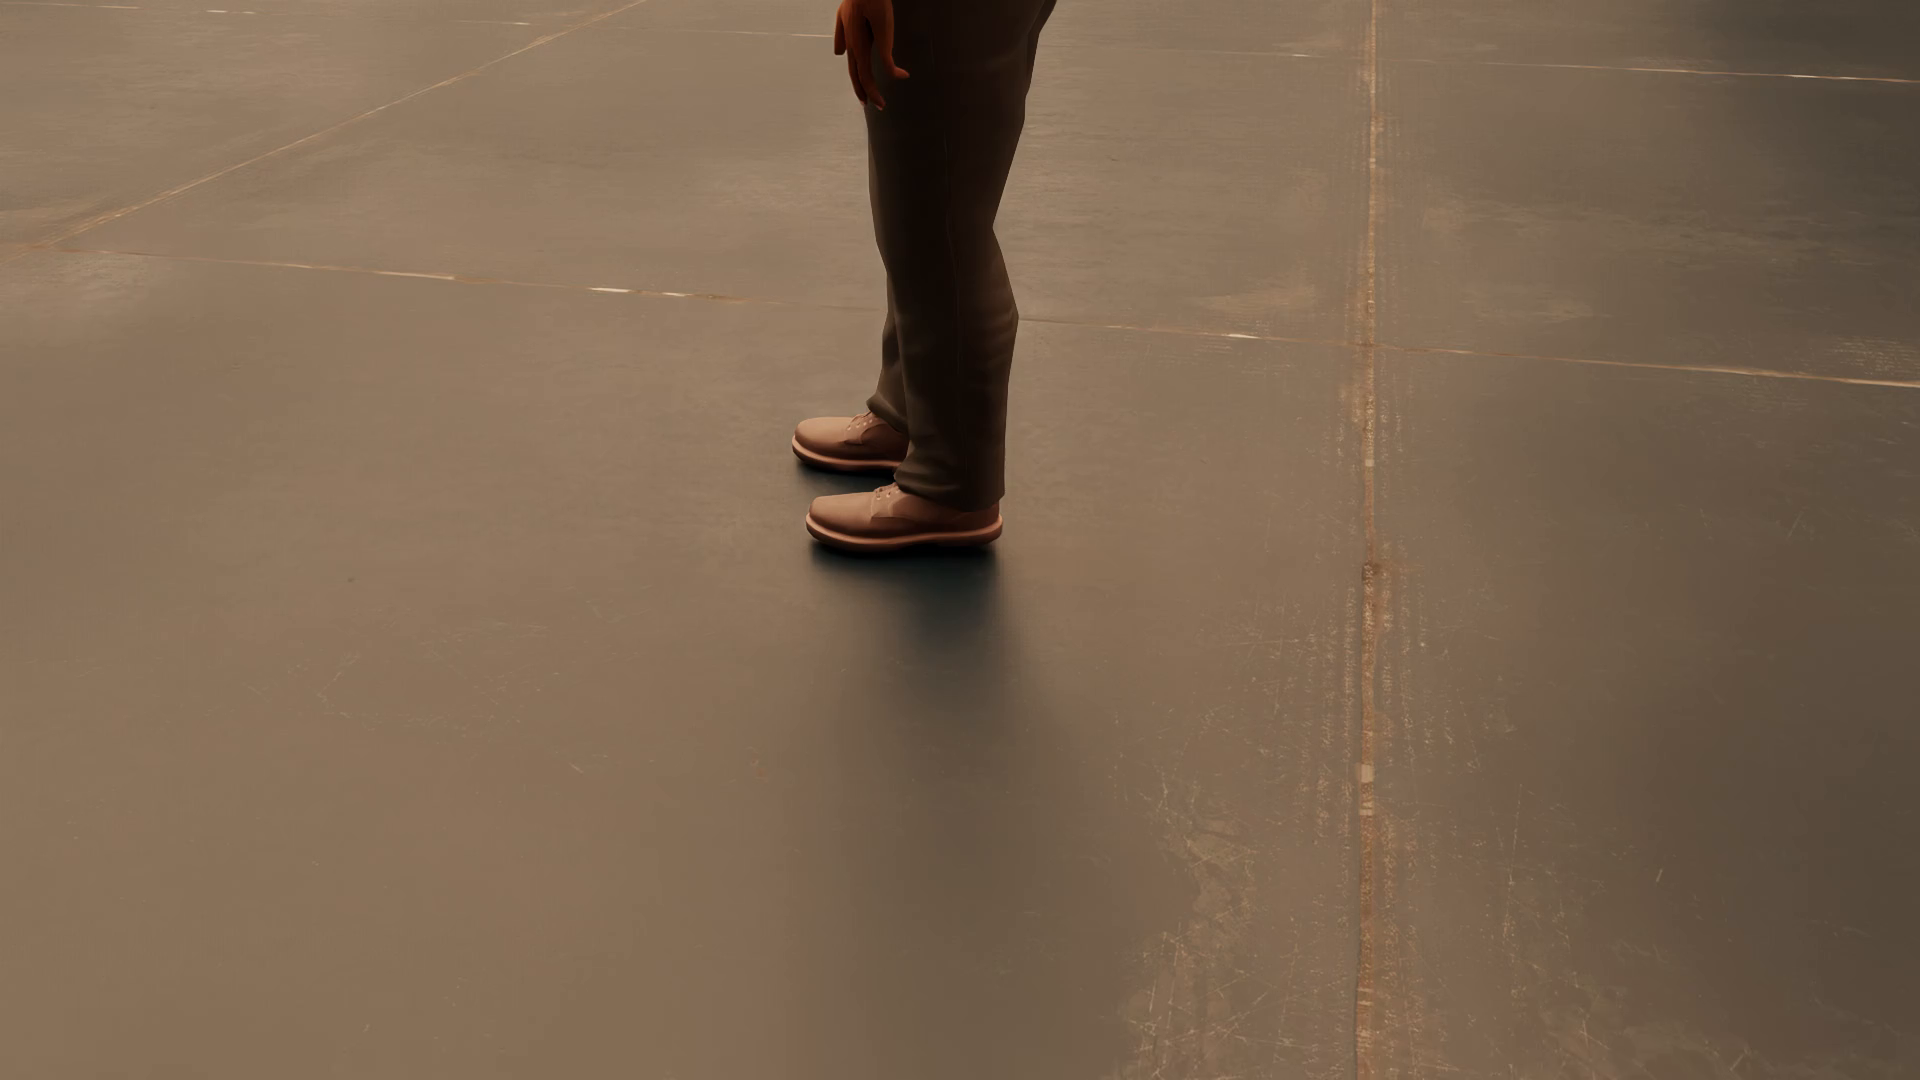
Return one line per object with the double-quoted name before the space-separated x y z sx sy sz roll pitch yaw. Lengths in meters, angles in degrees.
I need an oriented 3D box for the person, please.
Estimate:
"person" -0.081 -0.762 2.159 0.504 1.654 0.569 6 27 11
